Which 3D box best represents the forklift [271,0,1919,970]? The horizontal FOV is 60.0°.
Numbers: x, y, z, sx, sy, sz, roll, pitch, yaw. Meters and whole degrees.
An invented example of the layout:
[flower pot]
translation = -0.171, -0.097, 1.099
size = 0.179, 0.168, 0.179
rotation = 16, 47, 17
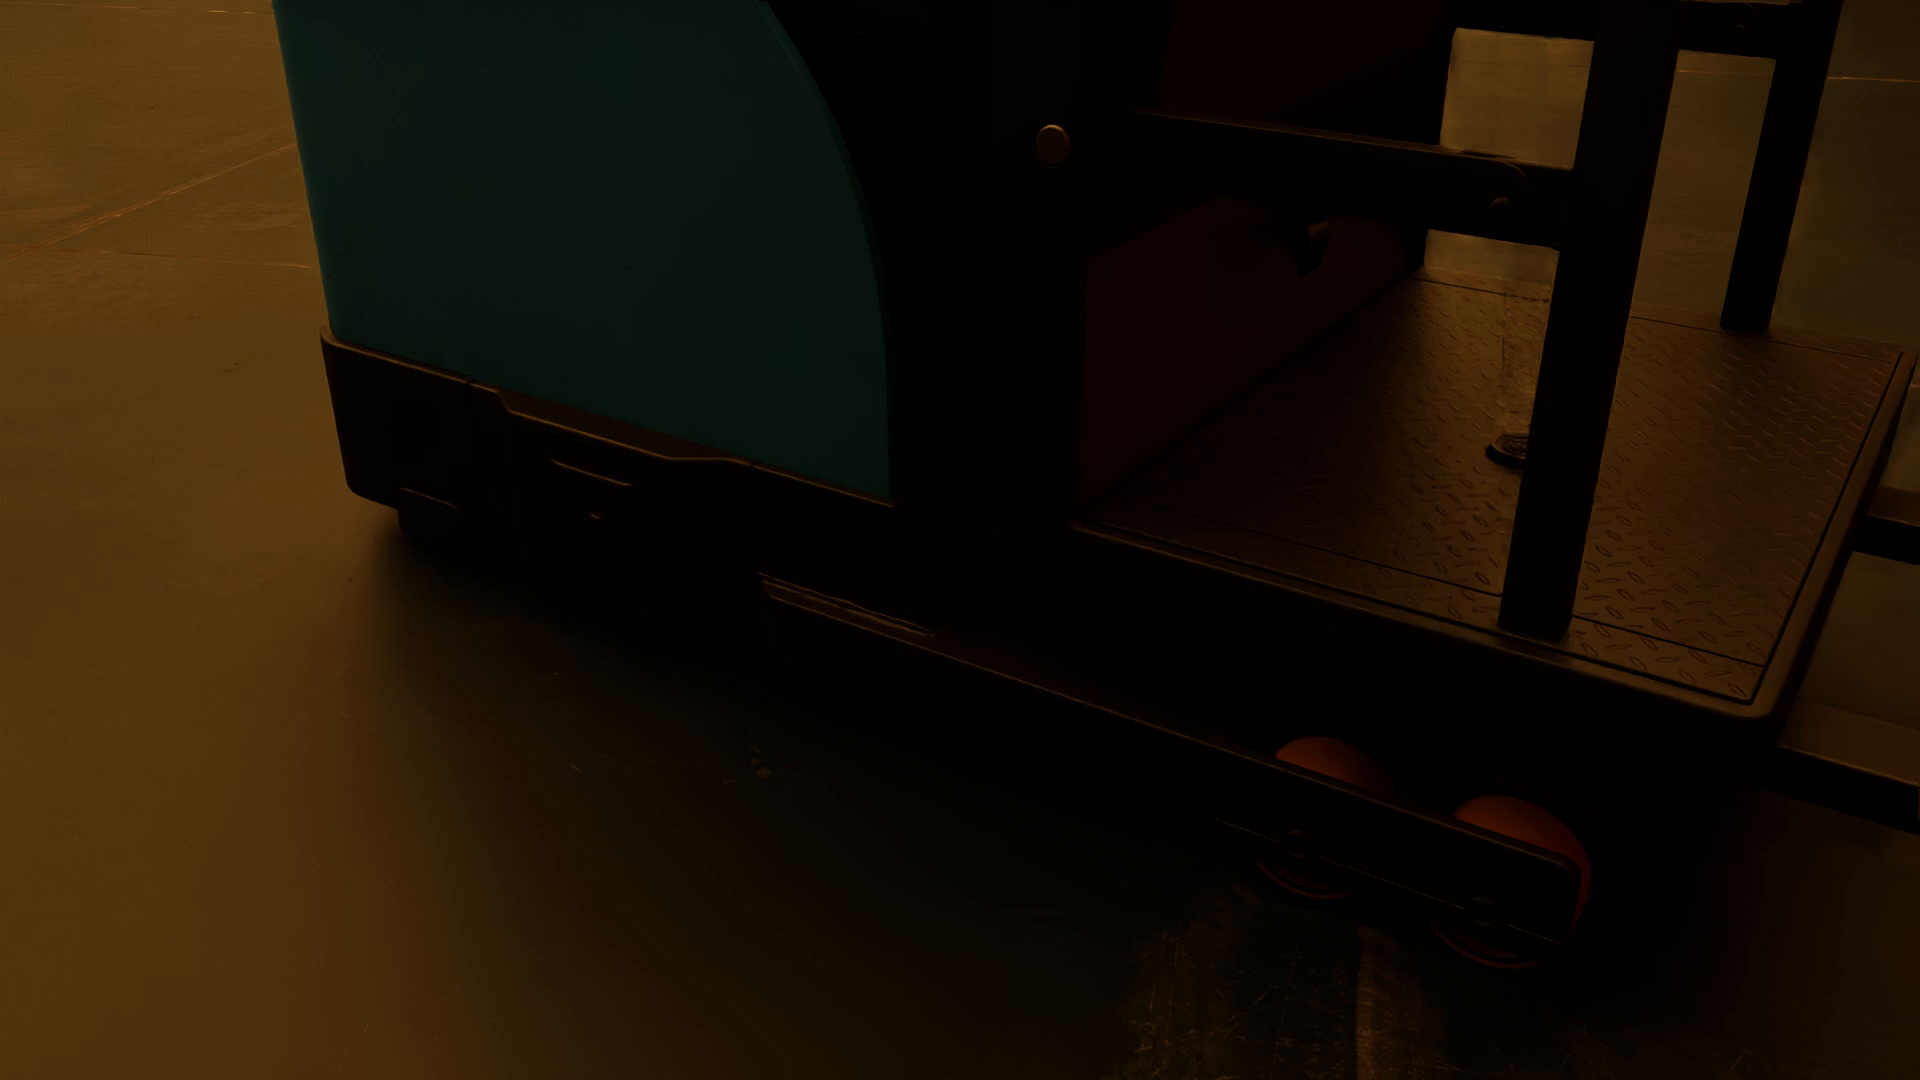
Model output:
[forklift]
translation = 0.579, -1.157, 1.539
size = 3.031, 2.935, 1.130
rotation = 16, 31, 29
